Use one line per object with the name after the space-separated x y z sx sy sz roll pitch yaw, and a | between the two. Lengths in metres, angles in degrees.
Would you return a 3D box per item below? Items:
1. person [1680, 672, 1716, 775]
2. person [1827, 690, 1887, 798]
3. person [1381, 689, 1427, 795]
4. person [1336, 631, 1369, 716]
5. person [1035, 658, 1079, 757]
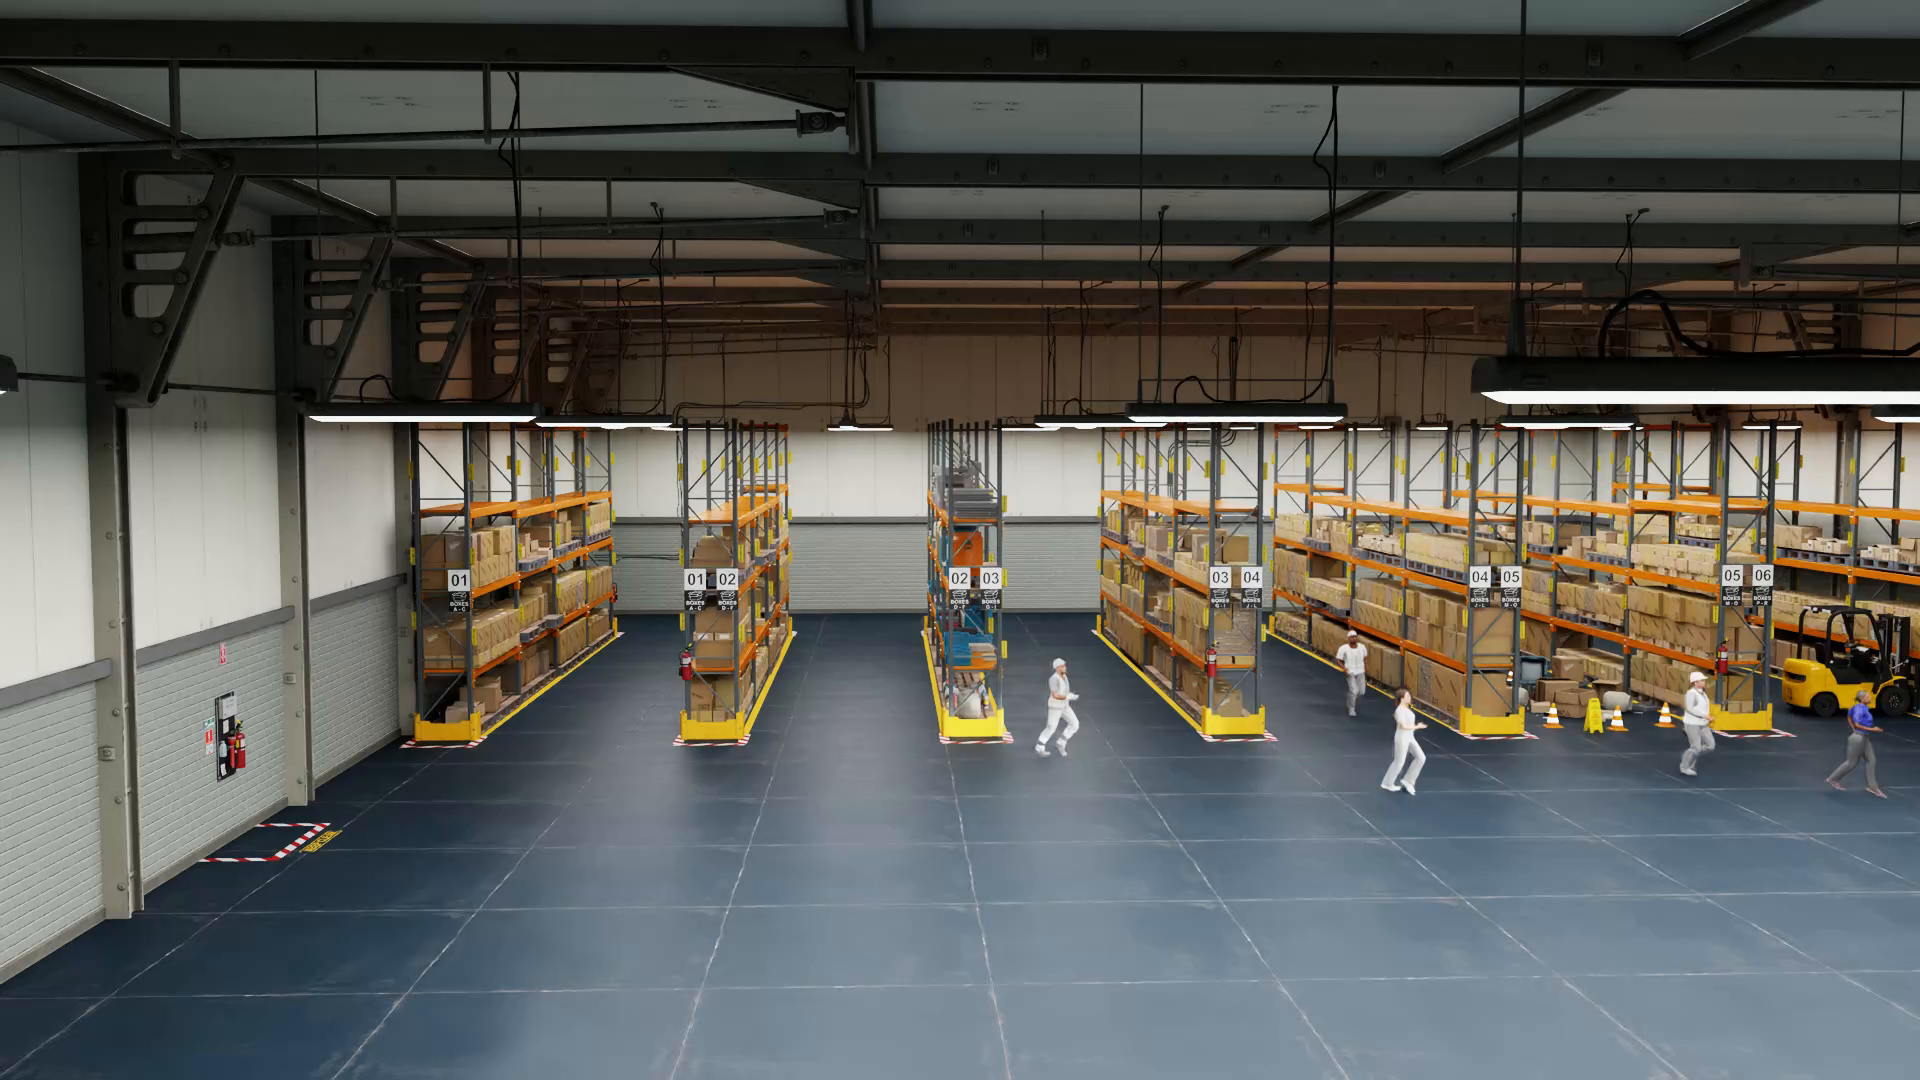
12.375 3.066 27.810 0.686 1.733 0.603 -3 5 -42 | person
14.213 3.211 26.332 0.837 1.692 0.567 3 5 41 | person
7.047 3.201 26.355 0.707 1.693 0.532 2 4 33 | person
8.002 2.700 33.822 0.699 1.728 0.543 -1 4 -8 | person
1.755 2.948 29.254 0.858 1.753 0.681 2 4 33 | person
